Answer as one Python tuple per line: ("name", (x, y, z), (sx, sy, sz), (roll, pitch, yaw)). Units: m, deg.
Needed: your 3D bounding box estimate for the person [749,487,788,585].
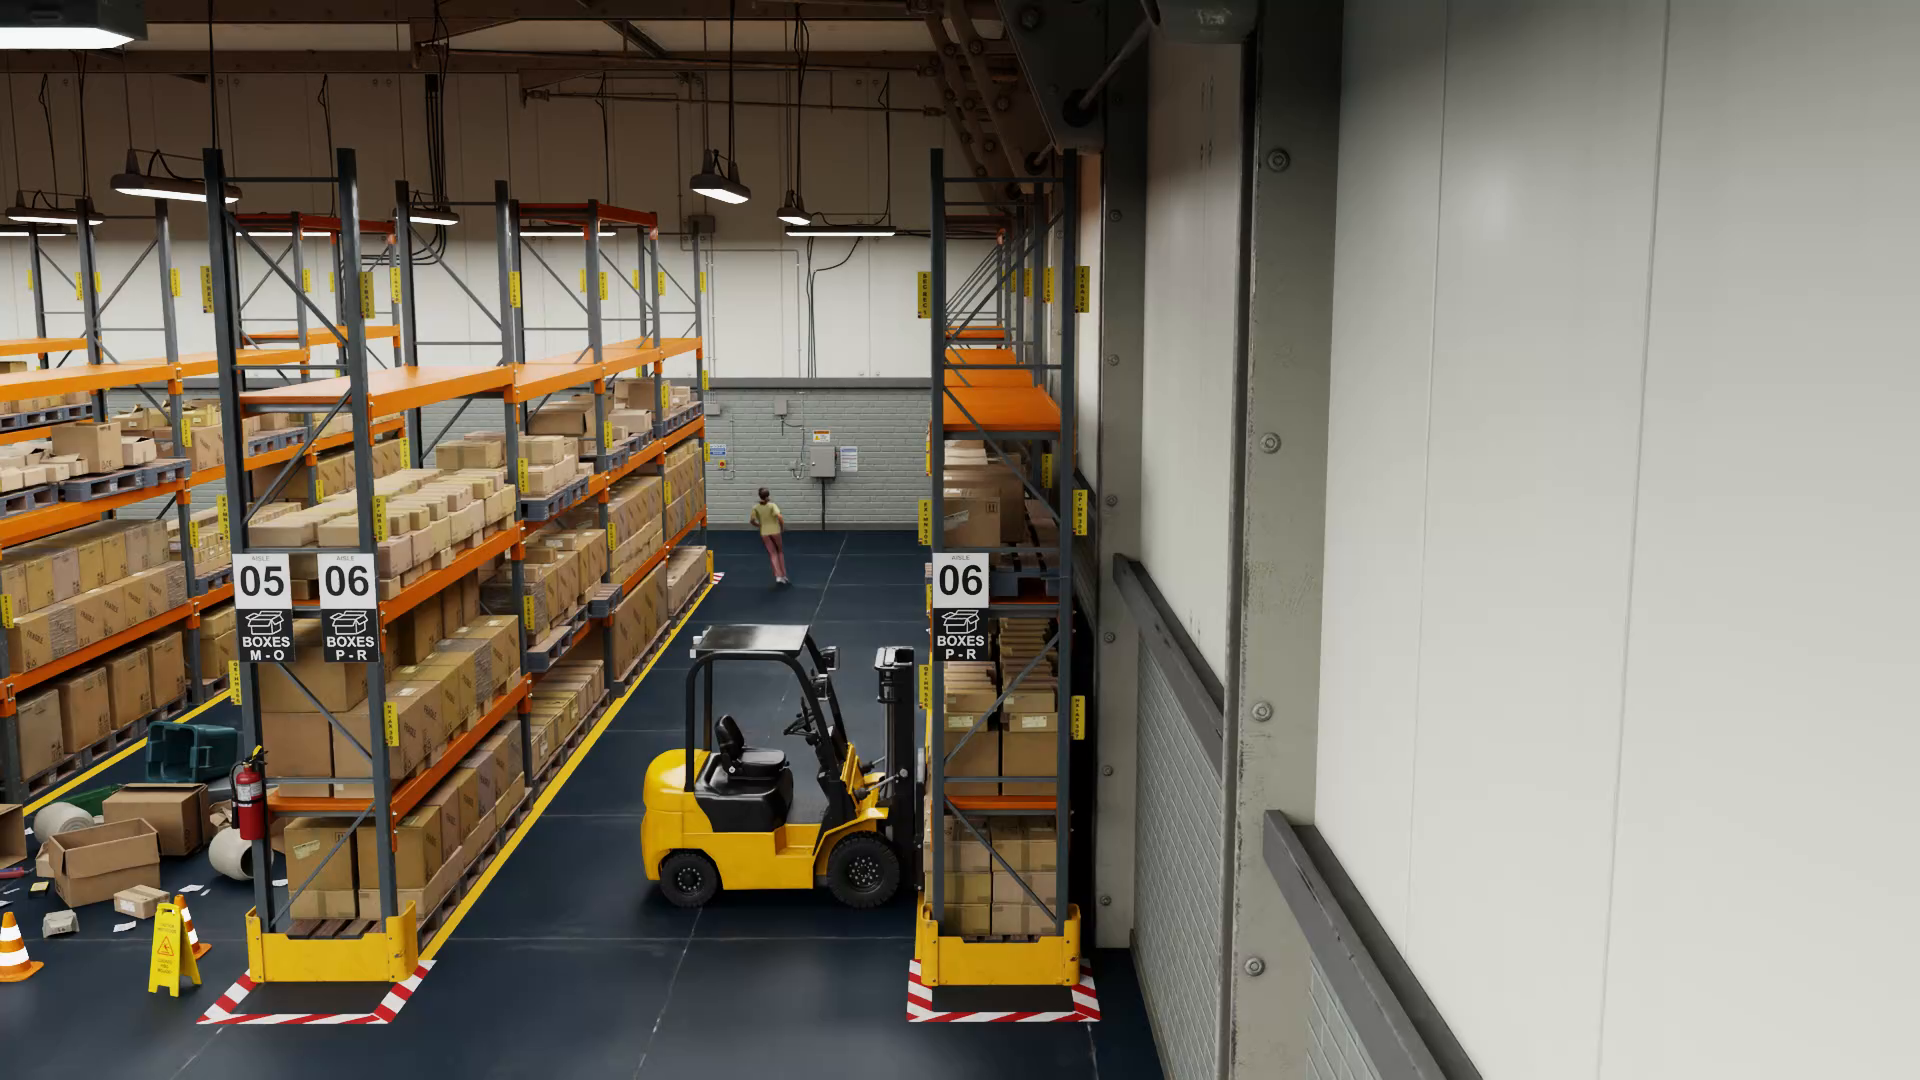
("person", (-3.184, -0.064, 27.584), (0.608, 1.647, 0.781), (-1, 9, -3))
